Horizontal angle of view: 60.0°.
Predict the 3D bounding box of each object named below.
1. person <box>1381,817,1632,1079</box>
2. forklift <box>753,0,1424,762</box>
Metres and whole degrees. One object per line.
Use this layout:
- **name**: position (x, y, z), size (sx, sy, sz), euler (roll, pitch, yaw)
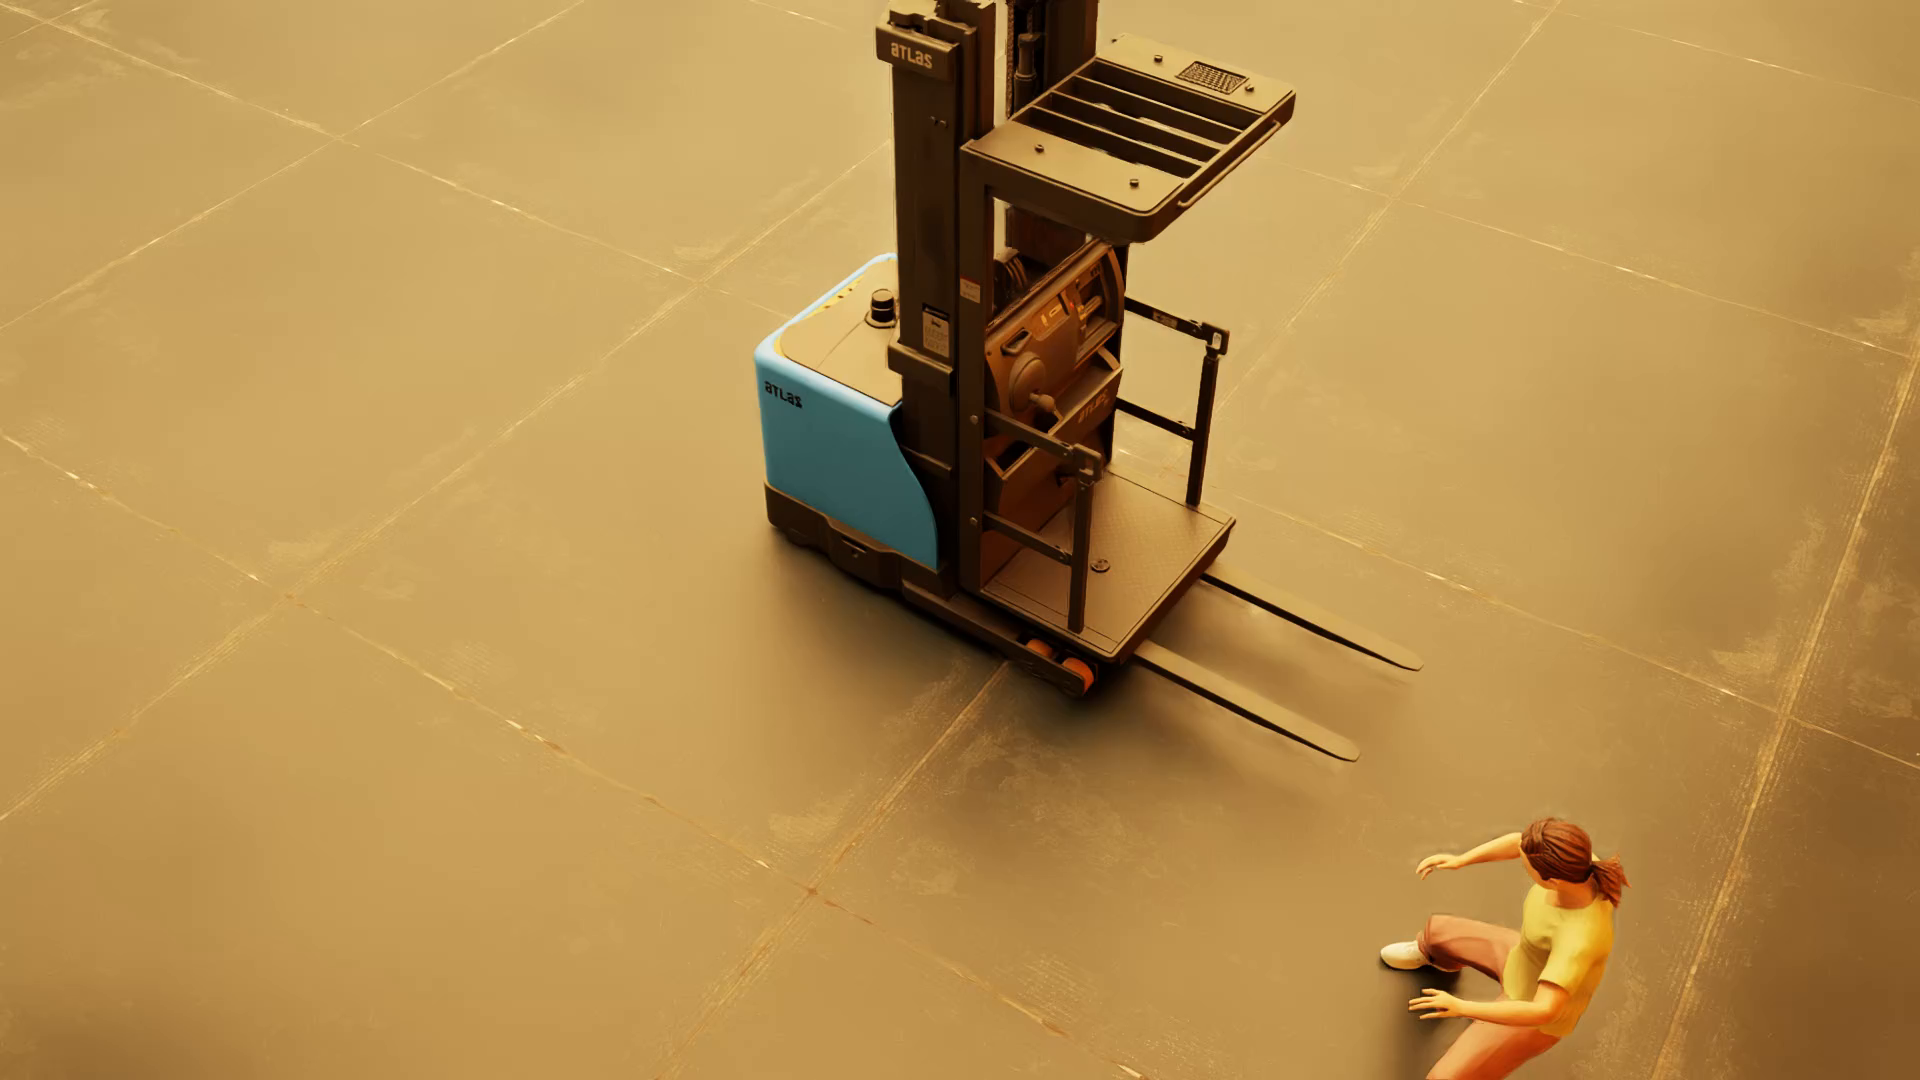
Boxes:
- **person**: position (1.739, 1.417, 5.430), size (0.613, 1.448, 1.122), euler (13, 45, 13)
- **forklift**: position (0.563, -0.803, 6.695), size (3.031, 2.935, 1.130), euler (26, 49, 25)
